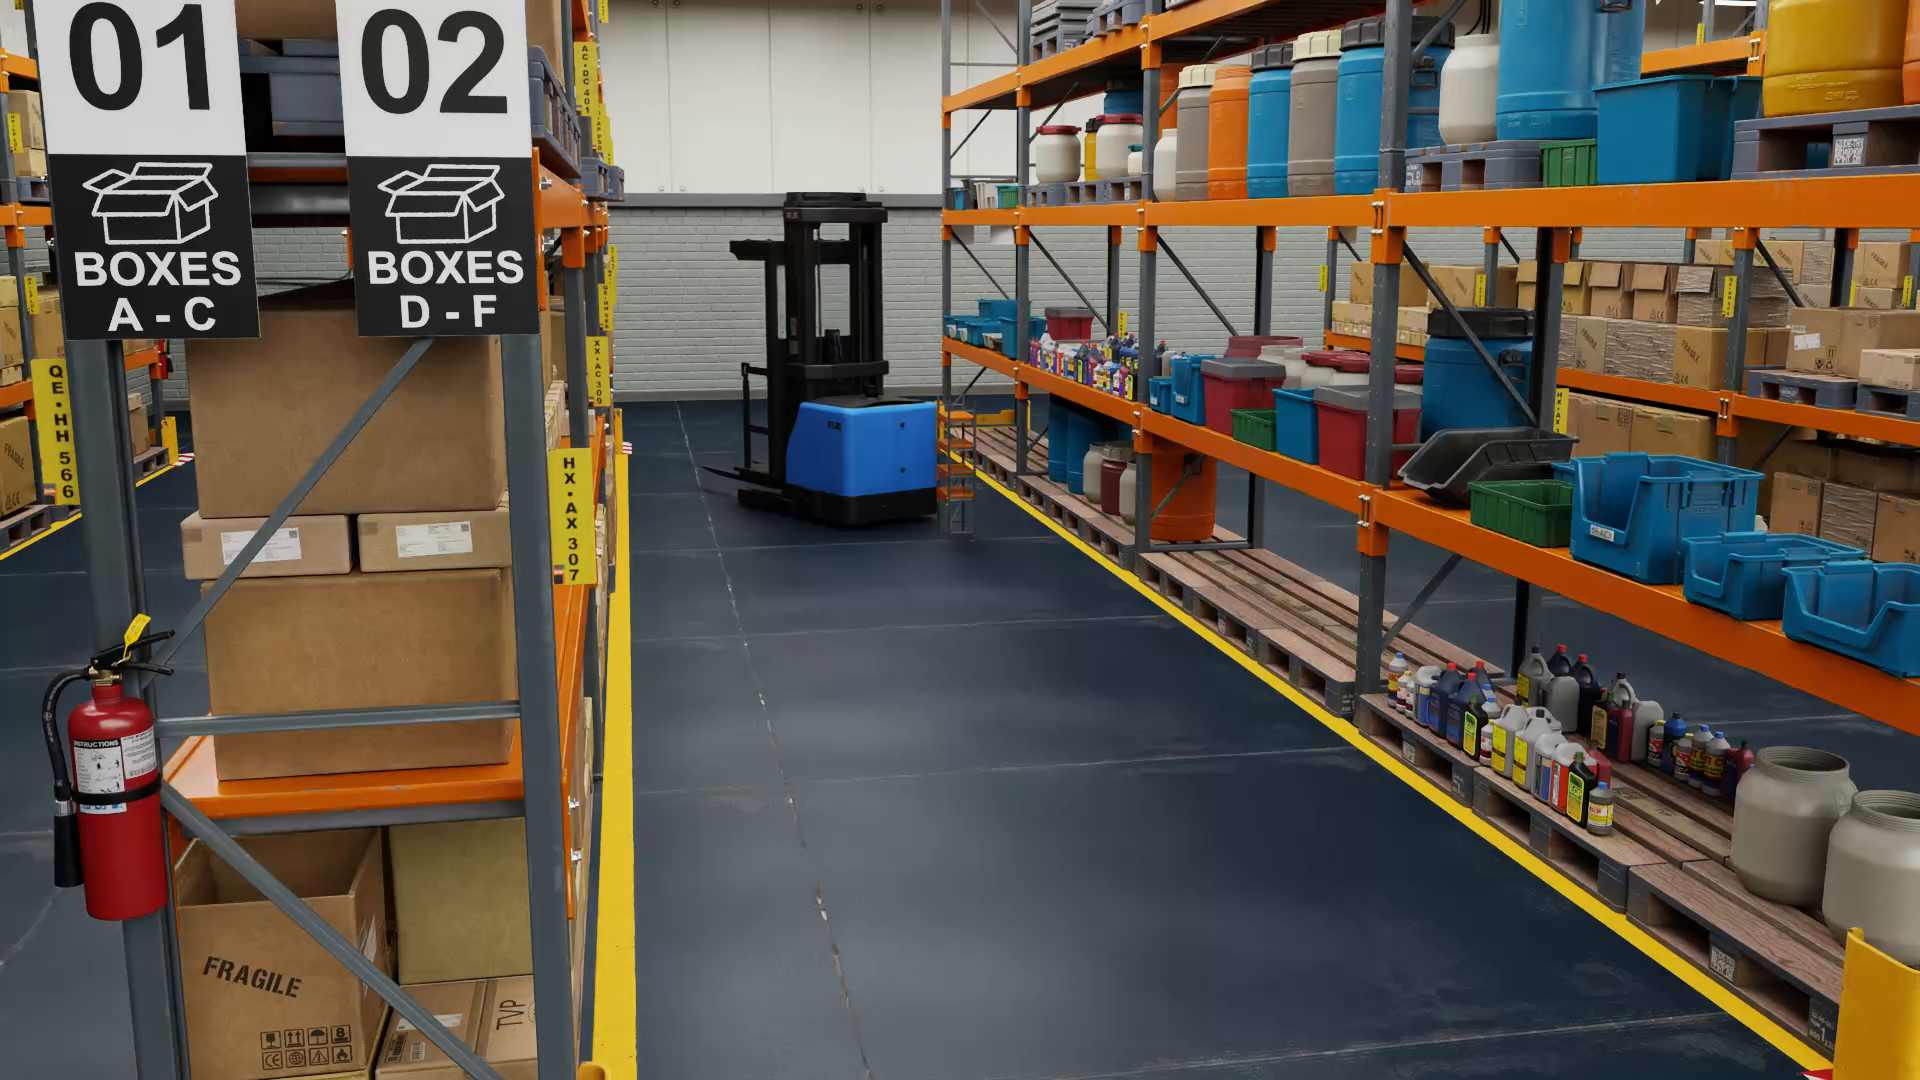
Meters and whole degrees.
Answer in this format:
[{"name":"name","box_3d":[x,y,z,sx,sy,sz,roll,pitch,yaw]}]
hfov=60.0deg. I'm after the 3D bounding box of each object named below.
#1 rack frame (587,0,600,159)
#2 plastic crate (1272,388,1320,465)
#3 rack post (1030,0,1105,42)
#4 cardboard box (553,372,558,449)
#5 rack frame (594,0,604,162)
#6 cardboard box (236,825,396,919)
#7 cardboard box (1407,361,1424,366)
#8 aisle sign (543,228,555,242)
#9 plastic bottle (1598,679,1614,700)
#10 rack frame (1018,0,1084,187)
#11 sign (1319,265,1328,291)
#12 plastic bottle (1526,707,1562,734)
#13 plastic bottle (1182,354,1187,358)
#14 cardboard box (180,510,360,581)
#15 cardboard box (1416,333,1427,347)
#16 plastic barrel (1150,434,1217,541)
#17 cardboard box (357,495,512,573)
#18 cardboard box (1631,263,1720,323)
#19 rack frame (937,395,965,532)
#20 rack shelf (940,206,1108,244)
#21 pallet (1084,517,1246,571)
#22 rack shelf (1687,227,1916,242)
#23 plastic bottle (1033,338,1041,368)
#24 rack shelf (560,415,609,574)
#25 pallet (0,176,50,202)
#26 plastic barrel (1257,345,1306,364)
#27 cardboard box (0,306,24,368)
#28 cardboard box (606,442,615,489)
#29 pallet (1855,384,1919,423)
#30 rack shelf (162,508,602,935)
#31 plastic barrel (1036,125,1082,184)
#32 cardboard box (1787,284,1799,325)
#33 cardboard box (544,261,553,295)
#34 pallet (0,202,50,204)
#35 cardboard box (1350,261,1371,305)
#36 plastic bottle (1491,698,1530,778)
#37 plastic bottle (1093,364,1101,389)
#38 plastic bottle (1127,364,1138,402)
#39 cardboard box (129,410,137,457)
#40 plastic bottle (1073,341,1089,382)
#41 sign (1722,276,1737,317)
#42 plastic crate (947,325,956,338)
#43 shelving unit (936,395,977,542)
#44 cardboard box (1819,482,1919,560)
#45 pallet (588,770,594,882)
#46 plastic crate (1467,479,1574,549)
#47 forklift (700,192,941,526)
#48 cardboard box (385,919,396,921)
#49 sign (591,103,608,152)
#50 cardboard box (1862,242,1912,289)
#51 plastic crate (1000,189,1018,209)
[{"name":"rack frame","box_3d":[-3.796,-4.719,14.924,1.000,3.000,0.127,-2,11,-11]},{"name":"plastic crate","box_3d":[2.099,-0.668,9.724,0.392,0.384,0.575,-2,11,-11]},{"name":"rack post","box_3d":[1.196,-4.706,15.057,0.937,0.300,0.954,-2,11,-12]},{"name":"cardboard box","box_3d":[-2.574,-0.684,9.501,0.500,0.500,0.500,-2,11,-11]},{"name":"rack frame","box_3d":[-4.574,-5.453,18.779,1.000,3.000,0.127,-2,11,-11]},{"name":"cardboard box","box_3d":[-2.067,0.934,5.490,0.500,0.500,0.500,-2,11,-11]},{"name":"cardboard box","box_3d":[5.697,-1.583,19.052,0.875,0.875,0.875,-2,11,-11]},{"name":"aisle sign","box_3d":[-4.876,-3.785,19.106,0.394,0.787,0.004,-2,11,-11]},{"name":"plastic bottle","box_3d":[3.137,0.805,8.033,0.061,0.283,0.133,-1,11,-7]},{"name":"rack frame","box_3d":[1.063,-4.899,15.867,1.000,3.000,0.127,-2,11,-11]},{"name":"sign","box_3d":[4.598,-3.311,21.040,0.100,0.325,0.005,-2,11,-11]},{"name":"plastic bottle","box_3d":[2.629,0.903,7.537,0.152,0.276,0.135,-2,11,-11]},{"name":"plastic bottle","box_3d":[1.899,-1.438,14.072,0.097,0.271,0.097,0,11,0]},{"name":"cardboard box","box_3d":[-1.724,-0.002,4.184,0.380,0.149,0.250,-2,11,-12]},{"name":"cardboard box","box_3d":[5.340,-2.241,18.621,0.380,0.149,0.250,-2,11,-10]},{"name":"plastic barrel","box_3d":[1.729,-0.447,13.205,0.600,0.830,0.708,-2,11,-11]},{"name":"cardboard box","box_3d":[-1.327,-0.019,4.271,0.380,0.149,0.250,-2,11,-11]},{"name":"cardboard box","box_3d":[6.449,-2.194,14.753,0.797,0.503,0.637,-2,11,-10]},{"name":"rack frame","box_3d":[-0.080,-0.665,14.479,0.240,1.200,0.015,-2,11,-11]},{"name":"rack shelf","box_3d":[0.674,-3.439,18.142,1.077,0.370,4.000,-2,11,-11]},{"name":"pallet","box_3d":[1.647,0.009,13.586,1.003,0.211,1.213,-2,11,-11]},{"name":"rack shelf","box_3d":[10.417,-3.781,19.939,1.077,0.370,4.000,-2,11,-11]},{"name":"plastic bottle","box_3d":[0.742,-1.787,15.876,0.061,0.283,0.133,-2,11,-11]},{"name":"rack shelf","box_3d":[-2.629,-0.318,9.771,1.077,0.370,4.000,-2,11,-11]},{"name":"pallet","box_3d":[-8.804,-3.172,15.053,1.003,0.211,1.213,-2,11,-11]},{"name":"plastic barrel","box_3d":[2.251,-1.092,11.613,0.421,0.512,0.421,0,11,0]},{"name":"cardboard box","box_3d":[-8.318,-1.721,14.100,0.500,0.500,0.500,-2,11,-12]},{"name":"cardboard box","box_3d":[-3.331,-0.589,14.779,0.500,0.500,0.500,-2,11,-11]},{"name":"pallet","box_3d":[7.125,-0.942,11.638,1.003,0.211,1.213,-2,11,-11]},{"name":"rack shelf","box_3d":[-1.851,0.415,5.917,1.077,0.370,4.000,-2,11,-11]},{"name":"plastic barrel","box_3d":[0.920,-3.593,15.541,0.433,0.535,0.433,0,11,0]},{"name":"cardboard box","box_3d":[10.162,-2.849,20.081,0.500,0.500,0.500,-2,11,-12]},{"name":"cardboard box","box_3d":[-4.149,-2.396,15.820,0.500,0.500,0.500,-2,11,-11]},{"name":"pallet","box_3d":[-9.037,-3.395,16.227,1.003,0.211,1.213,-2,11,-11]},{"name":"cardboard box","box_3d":[5.069,-3.117,20.149,0.500,0.500,0.500,-2,11,-12]},{"name":"plastic bottle","box_3d":[2.488,0.876,7.477,0.144,0.351,0.185,-2,11,-11]},{"name":"plastic bottle","box_3d":[1.162,-1.368,13.894,0.097,0.201,0.097,0,11,0]},{"name":"plastic bottle","box_3d":[1.344,-1.219,12.893,0.061,0.283,0.133,-2,11,-11]},{"name":"cardboard box","box_3d":[-9.101,-1.087,17.447,0.700,0.500,0.500,-2,11,-11]},{"name":"plastic bottle","box_3d":[1.070,-1.551,14.456,0.144,0.351,0.185,-2,11,-11]},{"name":"sign","box_3d":[6.156,-1.946,13.303,0.100,0.325,0.005,-2,11,-11]},{"name":"plastic crate","box_3d":[-0.009,-2.466,19.676,0.250,0.136,0.298,-2,11,-11]},{"name":"shelving unit","box_3d":[-0.032,-0.620,14.244,0.258,1.200,0.503,-2,11,-11]},{"name":"cardboard box","box_3d":[6.970,-0.163,12.539,0.700,0.500,0.500,-3,11,-16]},{"name":"pallet","box_3d":[-2.127,1.212,7.263,1.003,0.211,1.213,-2,11,-11]},{"name":"plastic crate","box_3d":[2.606,-0.121,7.377,0.450,0.188,0.662,-2,11,-11]},{"name":"forklift","box_3d":[-1.469,-1.788,15.752,1.130,2.935,3.031,-8,13,-37]},{"name":"cardboard box","box_3d":[-2.065,1.303,5.561,0.500,0.250,0.500,-2,11,-11]},{"name":"sign","box_3d":[-2.472,-2.824,11.393,0.100,0.325,0.005,-2,11,-11]},{"name":"cardboard box","box_3d":[10.450,-3.056,18.495,0.500,0.500,0.500,-3,11,-13]},{"name":"plastic crate","box_3d":[0.684,-3.388,16.518,0.450,0.188,0.662,-2,11,-11]}]
